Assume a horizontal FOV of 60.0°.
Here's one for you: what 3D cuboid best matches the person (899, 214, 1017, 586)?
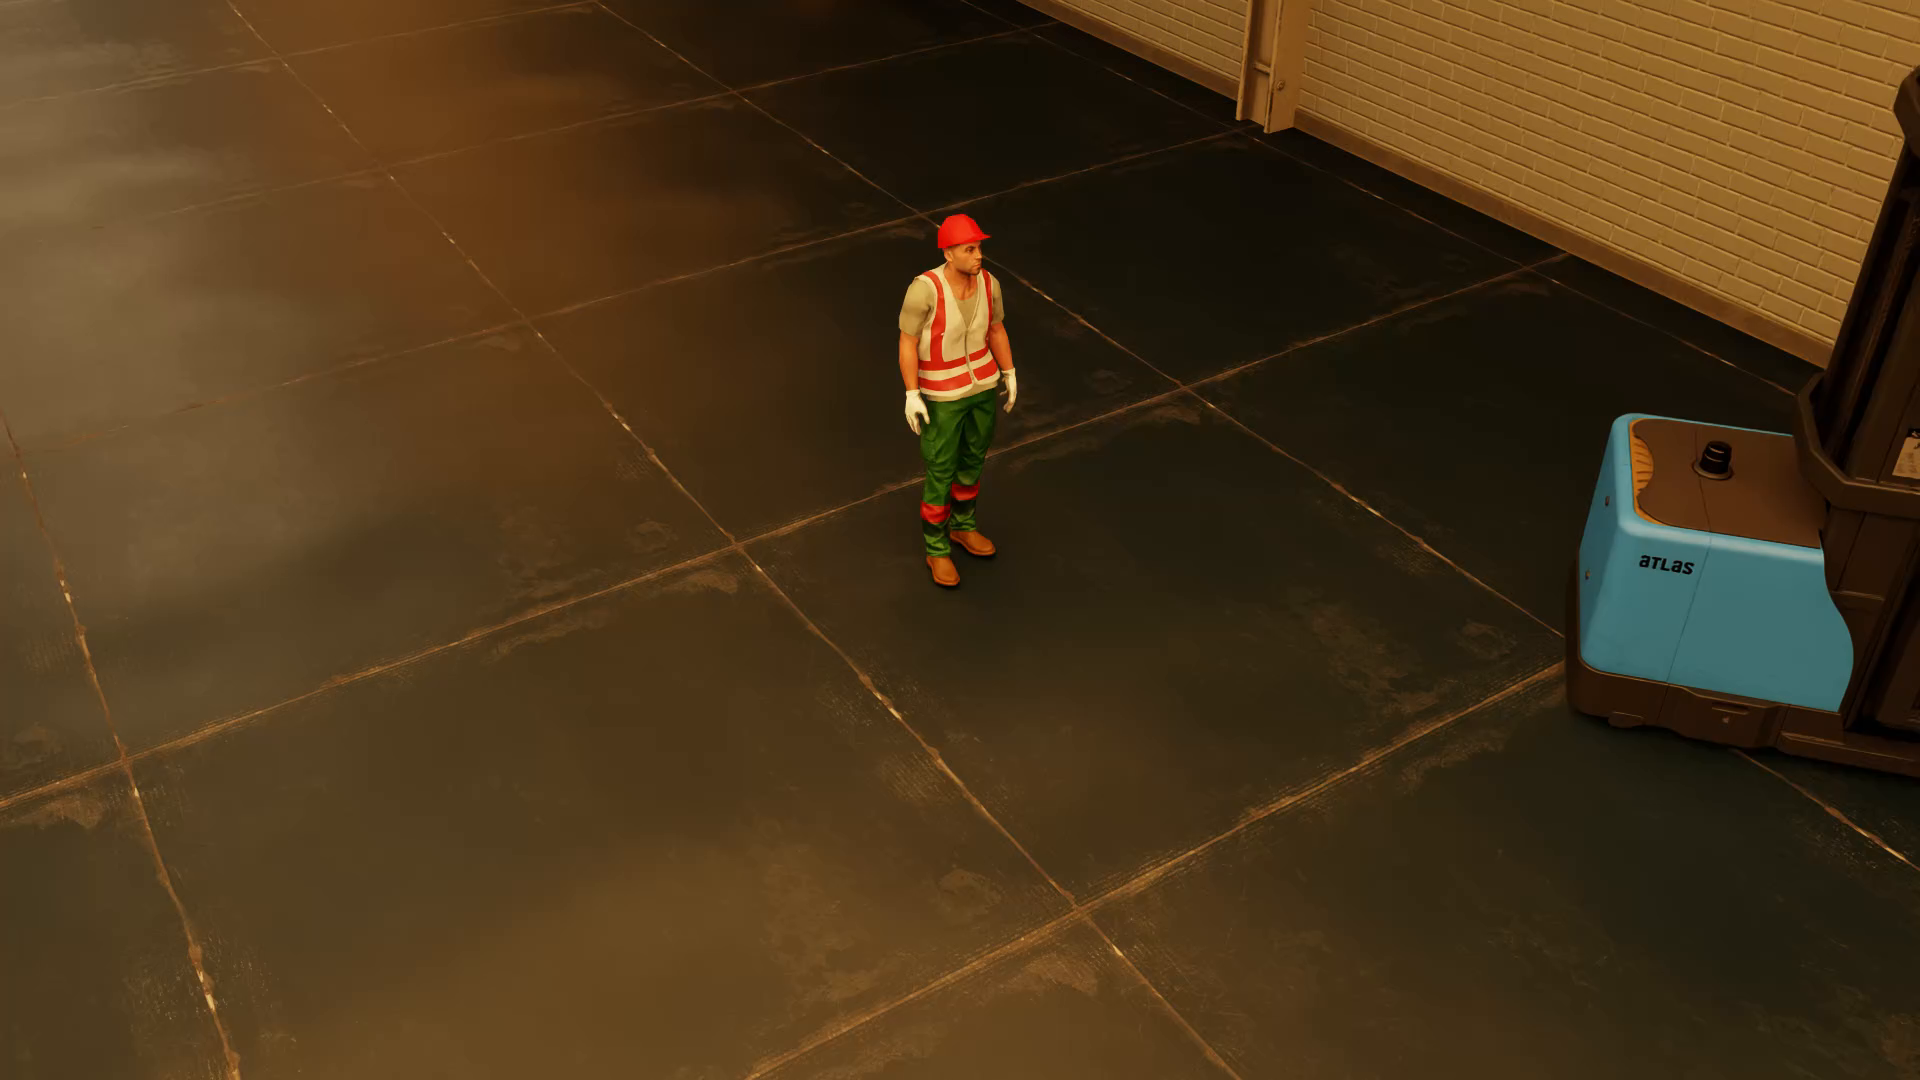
[{"bbox_3d":[0.033,-0.696,8.118,0.637,1.787,0.564,-21,40,-27],"label":"person"}]

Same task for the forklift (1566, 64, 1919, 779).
[{"bbox_3d":[4.330,-0.416,6.739,3.031,2.935,1.130,10,36,13],"label":"forklift"}]
